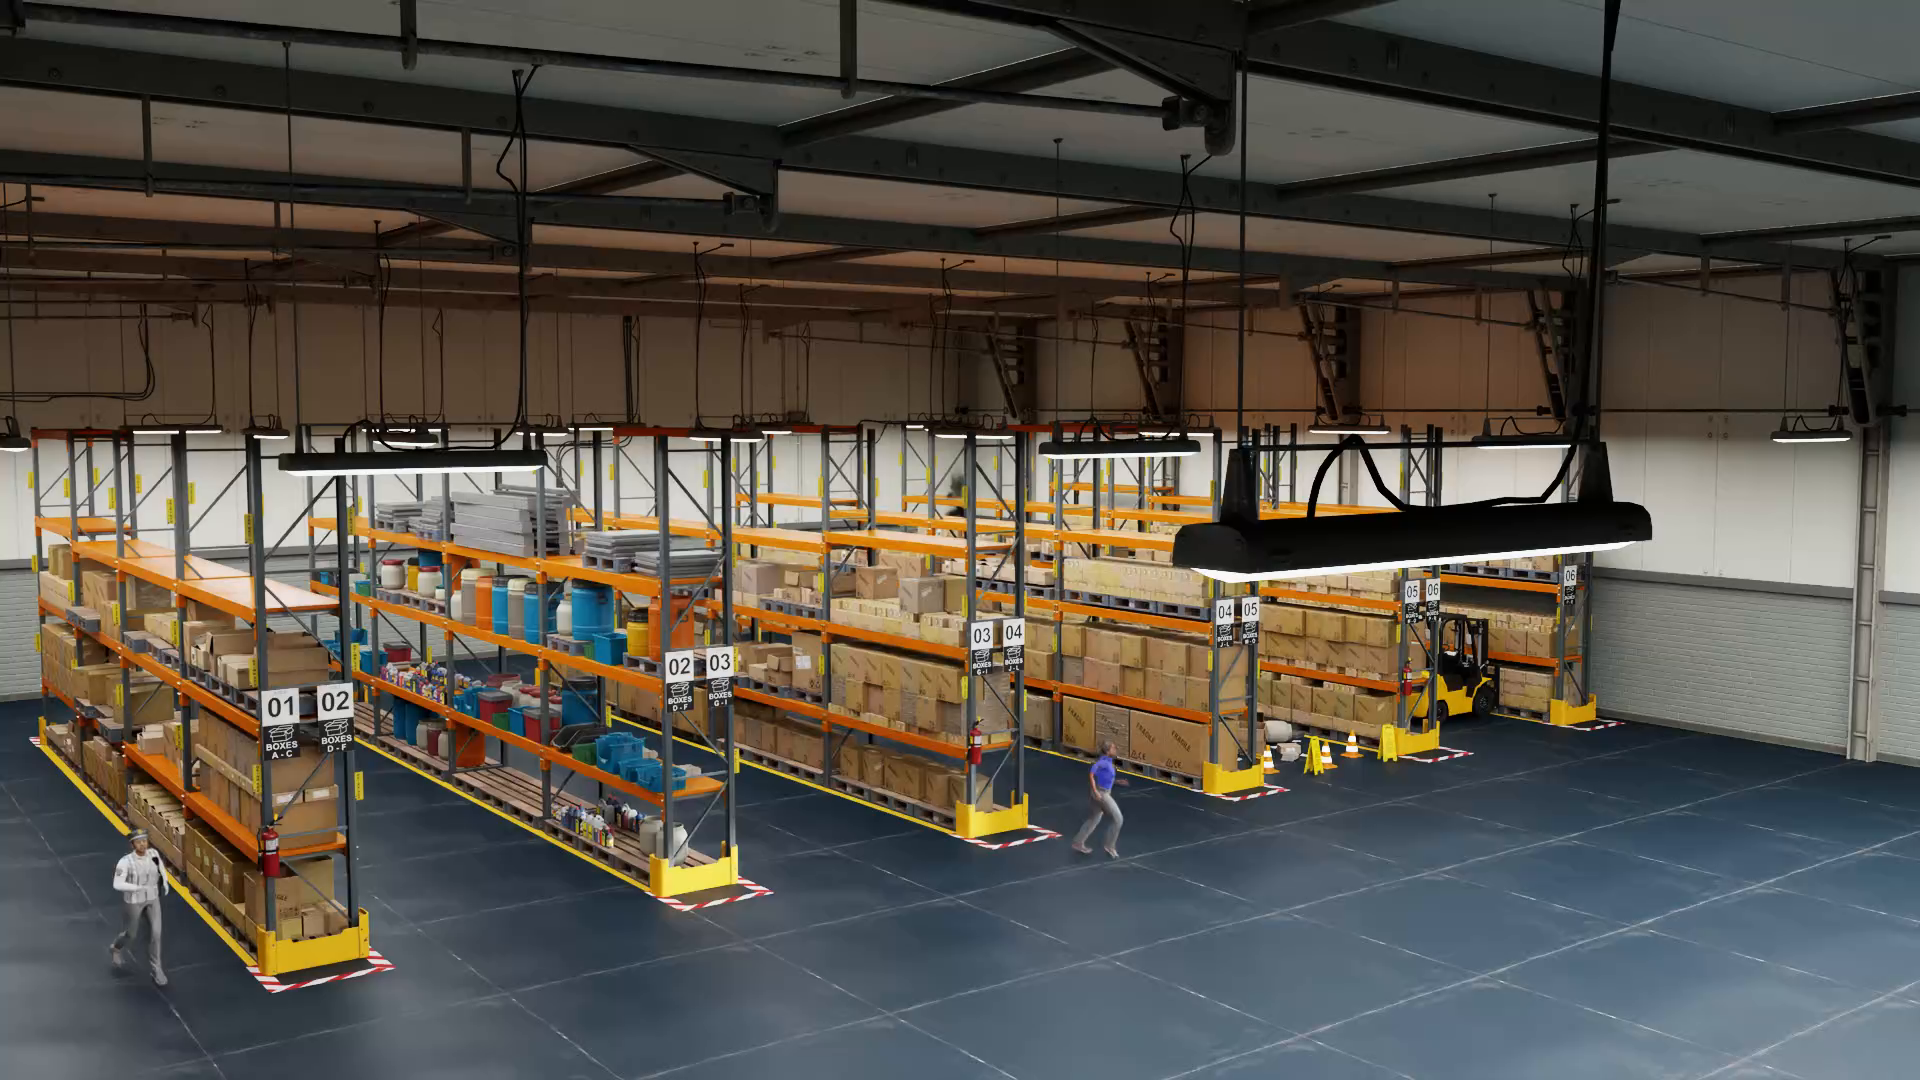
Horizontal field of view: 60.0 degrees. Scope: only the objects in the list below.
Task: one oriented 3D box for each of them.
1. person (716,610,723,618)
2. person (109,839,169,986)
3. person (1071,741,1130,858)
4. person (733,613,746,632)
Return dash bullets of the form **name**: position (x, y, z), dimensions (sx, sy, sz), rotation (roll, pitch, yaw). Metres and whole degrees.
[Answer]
- **person**: position (-5.653, 2.420, 38.466), dimensions (0.658, 1.826, 0.846), rotation (-3, 5, -33)
- **person**: position (-9.131, 4.060, 18.526), dimensions (0.937, 1.655, 0.622), rotation (4, 6, 41)
- **person**: position (2.007, 3.681, 23.537), dimensions (0.819, 1.699, 0.493), rotation (0, 4, -2)
- **person**: position (-5.612, 2.281, 41.412), dimensions (0.789, 1.671, 0.620), rotation (-3, 6, -36)
